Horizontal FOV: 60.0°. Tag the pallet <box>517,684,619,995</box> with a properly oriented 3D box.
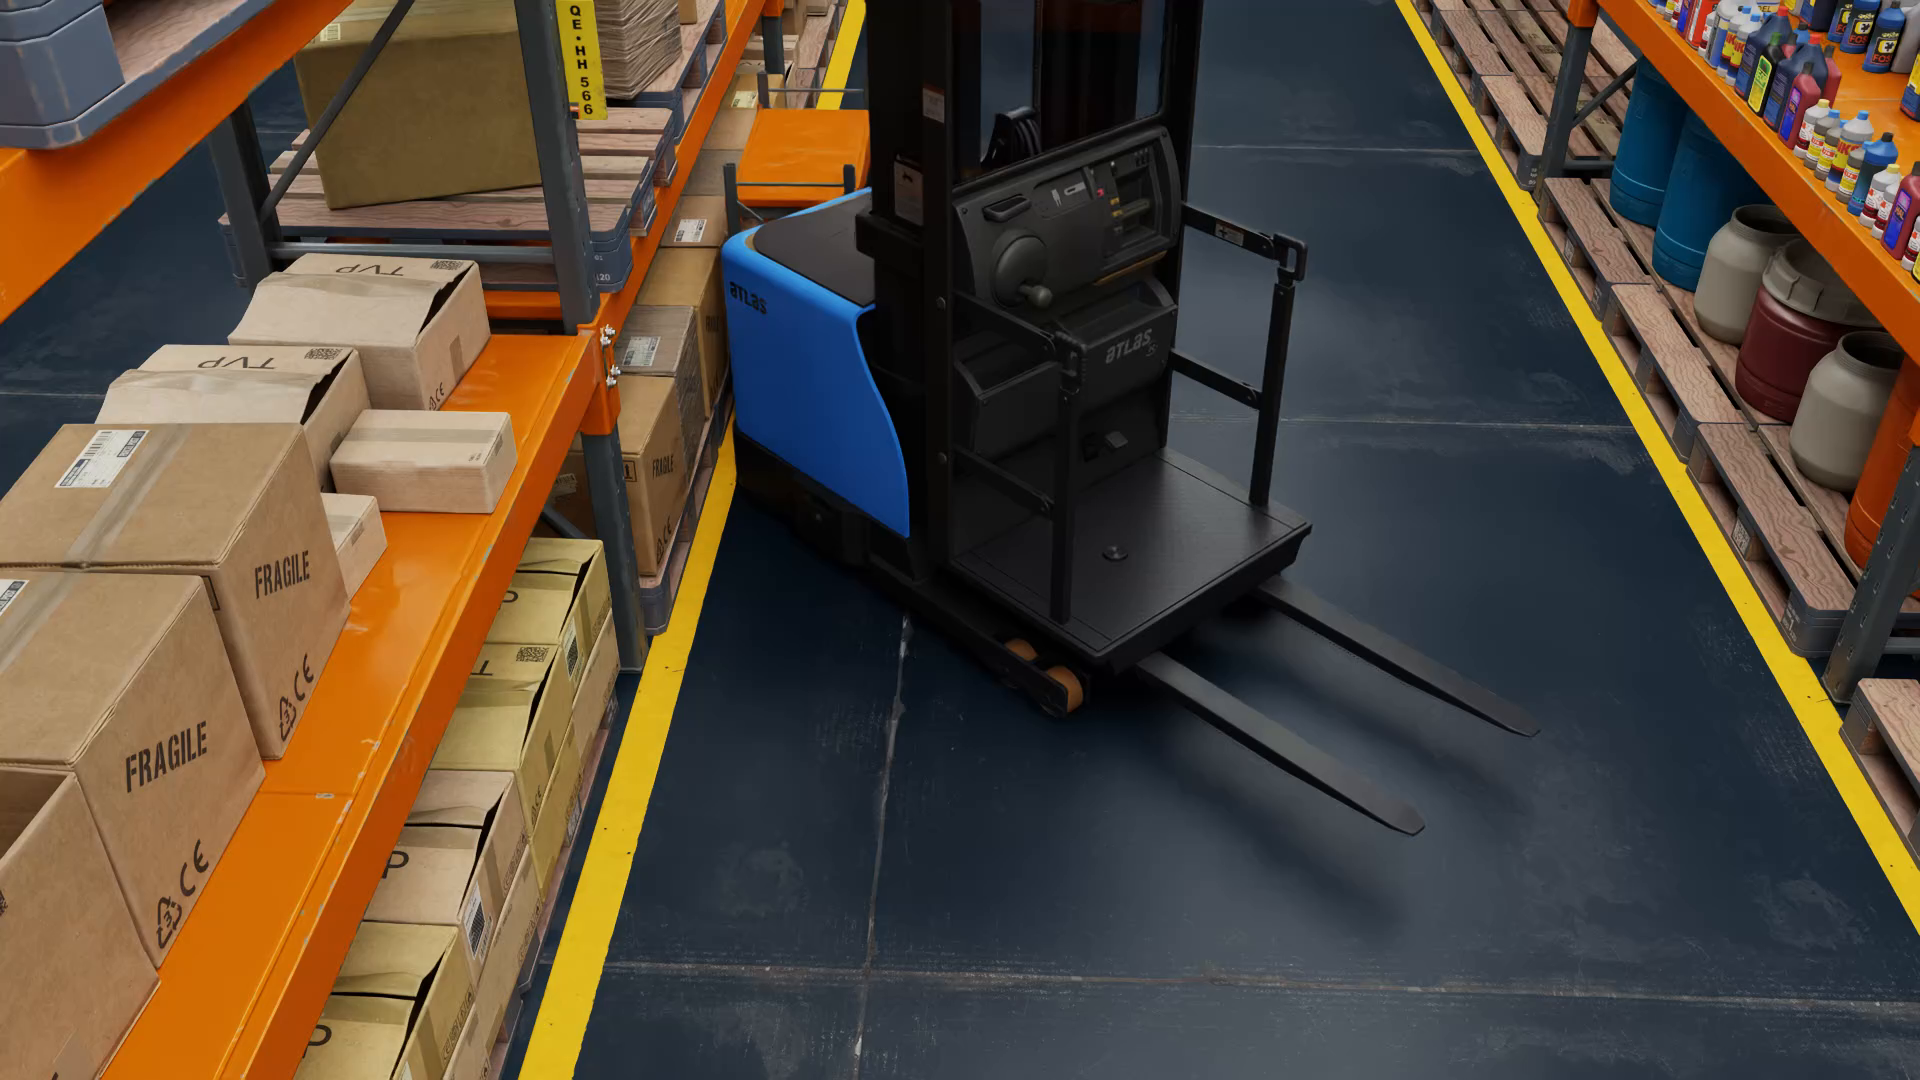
[{"bbox_3d":[-1.641,0.790,4.942,1.003,0.211,1.213,1,35,2],"label":"pallet"}]

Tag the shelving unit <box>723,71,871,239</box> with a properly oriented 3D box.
[{"bbox_3d":[-0.637,-1.257,7.060,0.538,1.125,1.048,1,35,1],"label":"shelving unit"}]

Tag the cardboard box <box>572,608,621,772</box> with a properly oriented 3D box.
[{"bbox_3d":[-1.346,0.438,5.044,0.500,0.250,0.500,2,35,3],"label":"cardboard box"}]

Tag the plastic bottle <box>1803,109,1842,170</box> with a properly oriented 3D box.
[{"bbox_3d":[3.026,-1.401,5.808,0.097,0.201,0.097,0,35,0],"label":"plastic bottle"}]

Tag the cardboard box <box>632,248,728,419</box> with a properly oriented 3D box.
[{"bbox_3d":[-1.224,-0.824,6.605,0.500,0.500,0.500,1,35,1],"label":"cardboard box"}]

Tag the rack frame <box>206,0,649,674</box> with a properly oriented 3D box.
[{"bbox_3d":[-1.569,-0.823,4.812,1.000,3.000,0.127,1,35,2],"label":"rack frame"}]

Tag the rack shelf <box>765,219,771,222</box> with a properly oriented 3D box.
[{"bbox_3d":[-0.637,-1.057,7.201,0.538,0.278,1.000,1,35,1],"label":"rack shelf"}]

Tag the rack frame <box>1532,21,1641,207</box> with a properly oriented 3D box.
[{"bbox_3d":[3.541,-3.004,7.916,1.000,3.000,0.127,1,35,2],"label":"rack frame"}]

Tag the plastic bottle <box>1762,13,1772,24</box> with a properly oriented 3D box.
[{"bbox_3d":[3.221,-2.009,6.672,0.097,0.201,0.097,0,35,0],"label":"plastic bottle"}]

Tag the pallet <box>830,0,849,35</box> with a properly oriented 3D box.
[{"bbox_3d":[-1.282,-3.776,11.440,1.003,0.211,1.213,1,35,2],"label":"pallet"}]

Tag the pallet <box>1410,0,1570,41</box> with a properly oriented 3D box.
[{"bbox_3d":[3.630,-3.689,11.315,1.003,0.211,1.213,1,35,2],"label":"pallet"}]

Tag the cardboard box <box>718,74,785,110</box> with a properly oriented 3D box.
[{"bbox_3d":[-1.142,-1.988,8.262,0.500,0.500,0.500,1,35,2],"label":"cardboard box"}]

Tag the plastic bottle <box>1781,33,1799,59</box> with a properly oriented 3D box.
[{"bbox_3d":[3.090,-1.739,6.217,0.061,0.283,0.133,1,35,2],"label":"plastic bottle"}]

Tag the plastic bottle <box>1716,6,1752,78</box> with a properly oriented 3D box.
[{"bbox_3d":[3.063,-1.963,6.547,0.097,0.271,0.097,0,35,0],"label":"plastic bottle"}]

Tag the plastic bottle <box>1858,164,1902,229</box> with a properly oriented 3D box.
[{"bbox_3d":[3.006,-1.122,5.410,0.097,0.201,0.097,0,35,0],"label":"plastic bottle"}]

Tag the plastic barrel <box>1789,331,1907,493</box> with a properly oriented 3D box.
[{"bbox_3d":[3.316,-0.468,6.106,0.421,0.512,0.421,0,35,0],"label":"plastic barrel"}]

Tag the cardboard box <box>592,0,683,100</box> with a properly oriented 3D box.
[{"bbox_3d":[-1.429,-1.921,5.923,0.700,0.500,0.500,8,36,11],"label":"cardboard box"}]

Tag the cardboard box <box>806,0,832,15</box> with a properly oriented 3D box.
[{"bbox_3d":[-1.091,-3.611,10.788,0.500,0.250,0.500,1,35,2],"label":"cardboard box"}]

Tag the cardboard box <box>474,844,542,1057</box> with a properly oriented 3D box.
[{"bbox_3d":[-1.387,1.023,4.211,0.500,0.250,0.500,2,35,3],"label":"cardboard box"}]

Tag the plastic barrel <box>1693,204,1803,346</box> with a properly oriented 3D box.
[{"bbox_3d":[3.362,-1.117,7.029,0.421,0.512,0.421,0,35,0],"label":"plastic barrel"}]

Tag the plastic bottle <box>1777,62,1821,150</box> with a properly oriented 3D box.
[{"bbox_3d":[3.016,-1.557,5.959,0.061,0.283,0.133,1,35,2],"label":"plastic bottle"}]

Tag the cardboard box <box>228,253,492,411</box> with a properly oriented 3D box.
[{"bbox_3d":[-1.627,-0.578,4.542,0.500,0.311,0.500,3,35,5],"label":"cardboard box"}]

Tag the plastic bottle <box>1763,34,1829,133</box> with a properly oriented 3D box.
[{"bbox_3d":[3.064,-1.676,6.068,0.144,0.351,0.185,1,35,2],"label":"plastic bottle"}]

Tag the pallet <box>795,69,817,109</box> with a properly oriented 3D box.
[{"bbox_3d":[-1.380,-2.375,9.445,1.003,0.211,1.213,1,35,2],"label":"pallet"}]

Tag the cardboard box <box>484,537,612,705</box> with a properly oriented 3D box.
[{"bbox_3d":[-1.344,0.207,4.884,0.500,0.311,0.500,2,35,3],"label":"cardboard box"}]

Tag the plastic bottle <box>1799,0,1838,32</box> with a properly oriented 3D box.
[{"bbox_3d":[3.680,-2.346,7.022,0.144,0.351,0.185,1,35,2],"label":"plastic bottle"}]

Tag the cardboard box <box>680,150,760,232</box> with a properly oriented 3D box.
[{"bbox_3d":[-1.190,-1.416,7.448,0.500,0.500,0.500,2,35,2],"label":"cardboard box"}]

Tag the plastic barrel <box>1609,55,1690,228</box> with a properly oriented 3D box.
[{"bbox_3d":[3.502,-2.006,7.955,0.600,0.901,0.708,1,35,2],"label":"plastic barrel"}]

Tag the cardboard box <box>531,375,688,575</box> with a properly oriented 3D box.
[{"bbox_3d":[-1.265,-0.235,5.767,0.500,0.500,0.500,3,35,4],"label":"cardboard box"}]

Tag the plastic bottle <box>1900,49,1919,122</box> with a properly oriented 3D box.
[{"bbox_3d":[3.630,-1.742,6.163,0.144,0.351,0.185,1,35,2],"label":"plastic bottle"}]

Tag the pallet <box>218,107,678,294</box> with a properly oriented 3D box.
[{"bbox_3d":[-1.612,-1.135,5.424,1.213,0.211,1.003,1,35,2],"label":"pallet"}]

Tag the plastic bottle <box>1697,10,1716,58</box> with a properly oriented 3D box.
[{"bbox_3d":[3.073,-2.068,6.757,0.097,0.201,0.097,0,35,0],"label":"plastic bottle"}]

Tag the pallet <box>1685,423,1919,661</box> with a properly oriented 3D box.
[{"bbox_3d":[3.370,-0.019,6.094,1.003,0.211,1.213,1,35,2],"label":"pallet"}]

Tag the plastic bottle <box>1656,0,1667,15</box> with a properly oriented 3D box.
[{"bbox_3d":[3.095,-2.418,7.194,0.097,0.271,0.097,0,35,0],"label":"plastic bottle"}]

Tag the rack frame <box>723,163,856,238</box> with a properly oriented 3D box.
[{"bbox_3d":[-0.650,-0.965,6.644,0.500,1.125,0.032,1,35,1],"label":"rack frame"}]

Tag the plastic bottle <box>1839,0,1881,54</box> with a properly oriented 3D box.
[{"bbox_3d":[3.683,-2.133,6.788,0.097,0.271,0.097,0,35,0],"label":"plastic bottle"}]

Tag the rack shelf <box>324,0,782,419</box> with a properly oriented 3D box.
[{"bbox_3d":[-1.488,-1.678,6.654,1.077,0.370,4.000,1,35,2],"label":"rack shelf"}]

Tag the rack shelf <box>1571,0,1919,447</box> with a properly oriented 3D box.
[{"bbox_3d":[3.461,-1.561,6.488,1.077,0.370,4.000,1,35,2],"label":"rack shelf"}]

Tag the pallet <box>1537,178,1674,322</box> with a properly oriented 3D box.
[{"bbox_3d":[3.468,-1.421,8.089,1.003,0.211,1.213,1,35,2],"label":"pallet"}]

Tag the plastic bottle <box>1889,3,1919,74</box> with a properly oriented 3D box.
[{"bbox_3d":[3.799,-2.010,6.609,0.152,0.276,0.135,1,35,2],"label":"plastic bottle"}]

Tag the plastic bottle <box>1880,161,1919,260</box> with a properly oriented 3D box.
[{"bbox_3d":[2.980,-1.033,5.213,0.061,0.283,0.133,1,35,2],"label":"plastic bottle"}]

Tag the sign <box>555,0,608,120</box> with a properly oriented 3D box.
[{"bbox_3d":[-1.014,-1.286,4.464,0.100,0.325,0.005,1,35,2],"label":"sign"}]

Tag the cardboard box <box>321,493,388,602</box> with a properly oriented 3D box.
[{"bbox_3d":[-1.564,0.014,3.840,0.380,0.149,0.250,4,35,5],"label":"cardboard box"}]

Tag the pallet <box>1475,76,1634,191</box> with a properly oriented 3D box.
[{"bbox_3d":[3.532,-2.287,9.320,1.003,0.211,1.213,1,35,2],"label":"pallet"}]

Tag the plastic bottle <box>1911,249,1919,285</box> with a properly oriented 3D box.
[{"bbox_3d":[2.970,-0.901,5.025,0.061,0.283,0.133,1,35,2],"label":"plastic bottle"}]

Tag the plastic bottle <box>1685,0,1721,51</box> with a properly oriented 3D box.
[{"bbox_3d":[3.105,-2.165,6.829,0.152,0.276,0.135,1,35,2],"label":"plastic bottle"}]

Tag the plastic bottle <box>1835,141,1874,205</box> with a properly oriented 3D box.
[{"bbox_3d":[3.014,-1.234,5.569,0.097,0.201,0.097,0,35,0],"label":"plastic bottle"}]

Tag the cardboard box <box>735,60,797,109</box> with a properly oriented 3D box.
[{"bbox_3d":[-1.175,-2.437,9.065,0.500,0.311,0.500,1,35,2],"label":"cardboard box"}]

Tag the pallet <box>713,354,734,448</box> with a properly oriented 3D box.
[{"bbox_3d":[-1.449,-0.809,7.218,1.003,0.211,1.213,1,35,2],"label":"pallet"}]

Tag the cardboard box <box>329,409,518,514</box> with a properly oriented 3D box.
[{"bbox_3d":[-1.329,-0.197,4.140,0.380,0.149,0.250,1,35,2],"label":"cardboard box"}]

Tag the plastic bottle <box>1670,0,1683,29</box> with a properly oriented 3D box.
[{"bbox_3d":[3.087,-2.278,7.055,0.097,0.201,0.097,0,35,0],"label":"plastic bottle"}]

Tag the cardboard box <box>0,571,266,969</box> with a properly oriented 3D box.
[{"bbox_3d":[-1.641,0.403,2.981,0.500,0.500,0.500,1,35,2],"label":"cardboard box"}]

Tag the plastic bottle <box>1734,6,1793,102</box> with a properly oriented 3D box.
[{"bbox_3d":[3.077,-1.858,6.328,0.144,0.351,0.185,1,35,2],"label":"plastic bottle"}]

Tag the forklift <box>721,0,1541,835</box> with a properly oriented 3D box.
[{"bbox_3d":[0.498,-0.957,5.062,1.130,2.935,3.031,-28,44,-34],"label":"forklift"}]

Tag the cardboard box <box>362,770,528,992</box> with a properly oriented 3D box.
[{"bbox_3d":[-1.381,0.796,4.047,0.500,0.311,0.500,1,35,2],"label":"cardboard box"}]
